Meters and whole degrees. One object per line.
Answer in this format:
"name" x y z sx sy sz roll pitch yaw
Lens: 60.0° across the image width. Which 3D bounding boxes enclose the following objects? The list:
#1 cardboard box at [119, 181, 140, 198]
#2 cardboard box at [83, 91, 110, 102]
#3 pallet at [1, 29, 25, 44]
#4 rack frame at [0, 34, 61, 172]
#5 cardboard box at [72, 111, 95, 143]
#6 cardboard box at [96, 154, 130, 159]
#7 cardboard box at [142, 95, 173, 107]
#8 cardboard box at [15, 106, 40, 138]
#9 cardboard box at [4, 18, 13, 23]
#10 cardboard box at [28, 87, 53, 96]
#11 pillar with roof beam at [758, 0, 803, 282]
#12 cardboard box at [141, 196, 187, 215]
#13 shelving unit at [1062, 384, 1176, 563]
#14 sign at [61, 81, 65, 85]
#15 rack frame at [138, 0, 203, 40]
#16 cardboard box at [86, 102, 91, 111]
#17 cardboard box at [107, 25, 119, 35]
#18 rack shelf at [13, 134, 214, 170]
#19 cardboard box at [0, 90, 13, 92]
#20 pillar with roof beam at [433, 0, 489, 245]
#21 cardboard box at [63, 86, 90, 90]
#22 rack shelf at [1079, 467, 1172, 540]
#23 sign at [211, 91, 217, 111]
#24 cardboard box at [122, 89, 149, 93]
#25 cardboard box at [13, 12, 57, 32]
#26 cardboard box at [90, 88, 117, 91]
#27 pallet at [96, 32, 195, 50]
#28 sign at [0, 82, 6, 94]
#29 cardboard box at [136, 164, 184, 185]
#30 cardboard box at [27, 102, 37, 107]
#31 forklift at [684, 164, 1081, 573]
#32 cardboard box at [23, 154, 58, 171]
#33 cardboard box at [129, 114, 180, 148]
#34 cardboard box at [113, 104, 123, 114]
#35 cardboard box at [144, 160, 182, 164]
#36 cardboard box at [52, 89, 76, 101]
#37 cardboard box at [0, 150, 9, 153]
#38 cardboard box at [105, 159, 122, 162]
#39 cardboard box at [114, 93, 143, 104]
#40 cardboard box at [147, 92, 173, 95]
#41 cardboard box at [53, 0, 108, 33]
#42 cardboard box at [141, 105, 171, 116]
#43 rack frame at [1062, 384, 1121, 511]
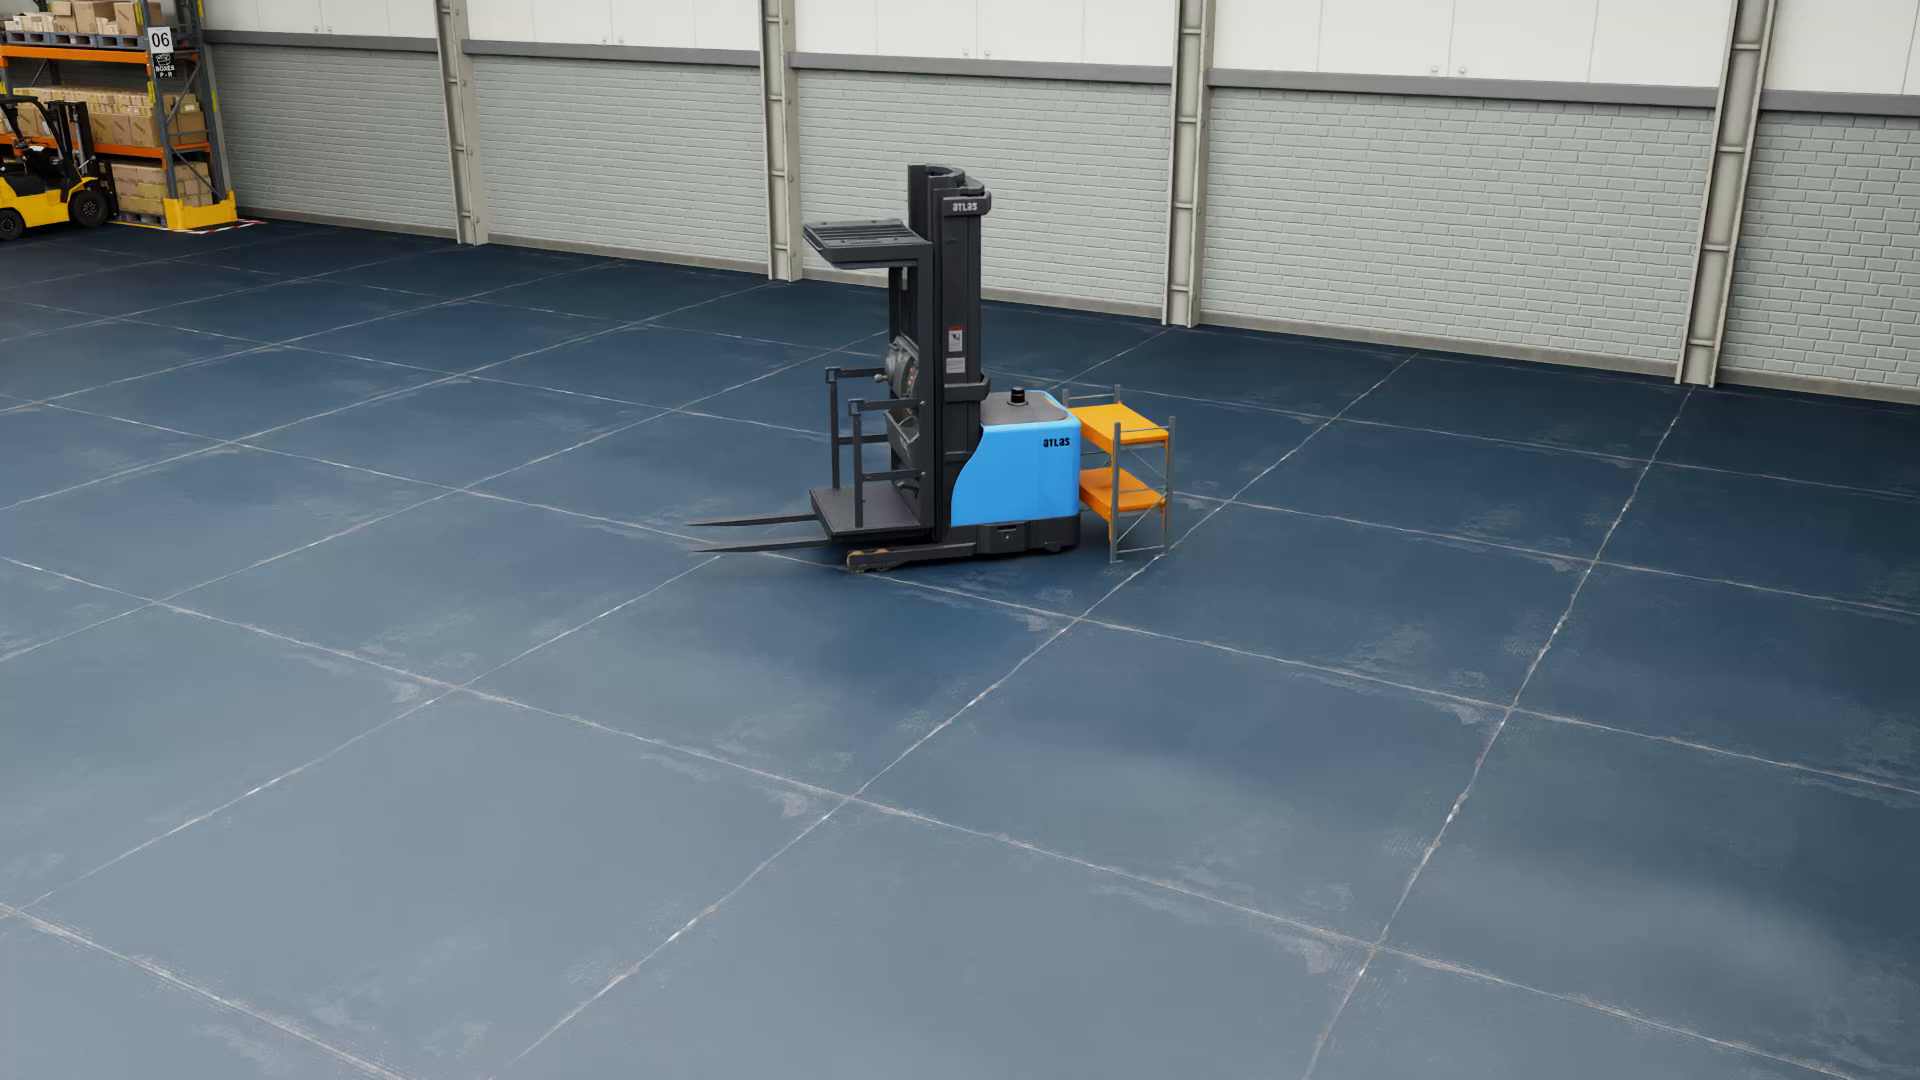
"cardboard box" -13.785 -5.948 28.048 0.500 0.250 0.500 11 22 27
"cardboard box" -14.533 -7.476 28.042 0.250 0.149 0.380 11 23 28
"pallet" -17.044 -8.862 29.279 1.217 0.209 0.805 10 22 25
"rack frame" -16.267 -7.399 29.364 0.127 3.000 1.000 11 23 27
"cardboard box" -14.673 -7.039 28.225 0.500 0.500 0.500 11 23 28
"cardboard box" -14.859 -6.582 29.061 0.500 0.250 0.500 11 23 28
"cardboard box" -13.191 -7.223 27.343 0.250 0.149 0.380 11 23 27
"cardboard box" -16.007 -7.295 28.929 0.500 0.500 0.500 10 22 26
"cardboard box" -16.913 -9.135 29.357 0.250 0.149 0.380 11 23 27
"cardboard box" -15.853 -7.738 28.765 0.250 0.149 0.380 11 23 28
"pillar with roof beam" -4.567 -6.661 18.532 0.400 9.000 9.100 11 23 27
"cardboard box" -13.340 -5.623 27.884 0.500 0.250 0.500 11 23 28
"shelving unit" 1.234 -0.546 13.220 0.538 1.125 1.048 -7 21 -18
"sign" -15.998 -8.009 29.659 0.005 0.325 0.100 11 23 27
"rack frame" -12.775 -9.554 26.507 0.127 3.000 1.000 11 23 27
"cardboard box" -14.521 -7.335 28.088 0.250 0.149 0.380 11 22 27
"cardboard box" -13.647 -8.318 27.104 0.250 0.149 0.380 10 22 26
"rack shelf" -14.521 -6.728 28.570 4.000 0.370 1.077 11 23 27
"cardboard box" -17.129 -8.012 29.955 0.250 0.149 0.380 11 22 27
"pillar with roof beam" -9.805 -7.659 21.282 0.400 9.000 9.100 11 23 27
"cardboard box" -15.405 -7.834 29.028 0.250 0.149 0.380 11 22 27
"rack shelf" 1.234 -0.316 13.303 0.538 0.278 1.000 -7 21 -18
"sign" -12.499 -7.342 27.822 0.005 0.325 0.100 11 23 27
"cardboard box" -14.046 -7.593 28.366 0.250 0.149 0.380 10 22 26
"cardboard box" -15.660 -8.801 28.198 0.500 0.311 0.500 11 23 28
"cardboard box" -14.739 -7.705 28.674 0.250 0.149 0.380 11 22 27
"pallet" -13.380 -8.228 27.379 1.213 0.211 1.003 11 23 27
"sign" -16.524 -7.743 28.731 0.005 0.325 0.100 11 23 27
"cardboard box" -13.329 -6.093 27.712 0.500 0.250 0.500 12 23 29
"cardboard box" -15.891 -7.577 28.757 0.250 0.149 0.380 11 23 29
"forklift" -0.628 -1.324 12.717 3.031 2.935 1.130 -5 21 -13
"cardboard box" -15.998 -6.600 29.112 0.500 0.250 0.500 10 22 26
"cardboard box" -13.333 -6.785 27.523 0.500 0.500 0.500 10 22 26
"cardboard box" -13.860 -7.200 27.717 0.250 0.149 0.380 11 22 27
"cardboard box" -13.541 -6.327 28.359 0.500 0.250 0.500 11 23 27
"cardboard box" -15.220 -7.585 28.342 0.250 0.149 0.380 10 22 26
"cardboard box" -18.060 -6.819 30.633 0.625 0.625 0.875 10 22 25
"cardboard box" -14.662 -6.343 28.403 0.500 0.250 0.500 10 22 26
"cardboard box" -13.844 -7.353 27.704 0.250 0.149 0.380 11 23 28
"cardboard box" -13.414 -7.438 27.938 0.250 0.149 0.380 11 23 28
"cardboard box" -14.618 -8.747 27.767 0.637 0.503 0.797 12 23 29
"cardboard box" -13.215 -7.060 27.332 0.250 0.149 0.380 11 23 28
"rack frame" 1.067 -0.709 13.671 0.500 1.125 0.032 -7 21 -18
